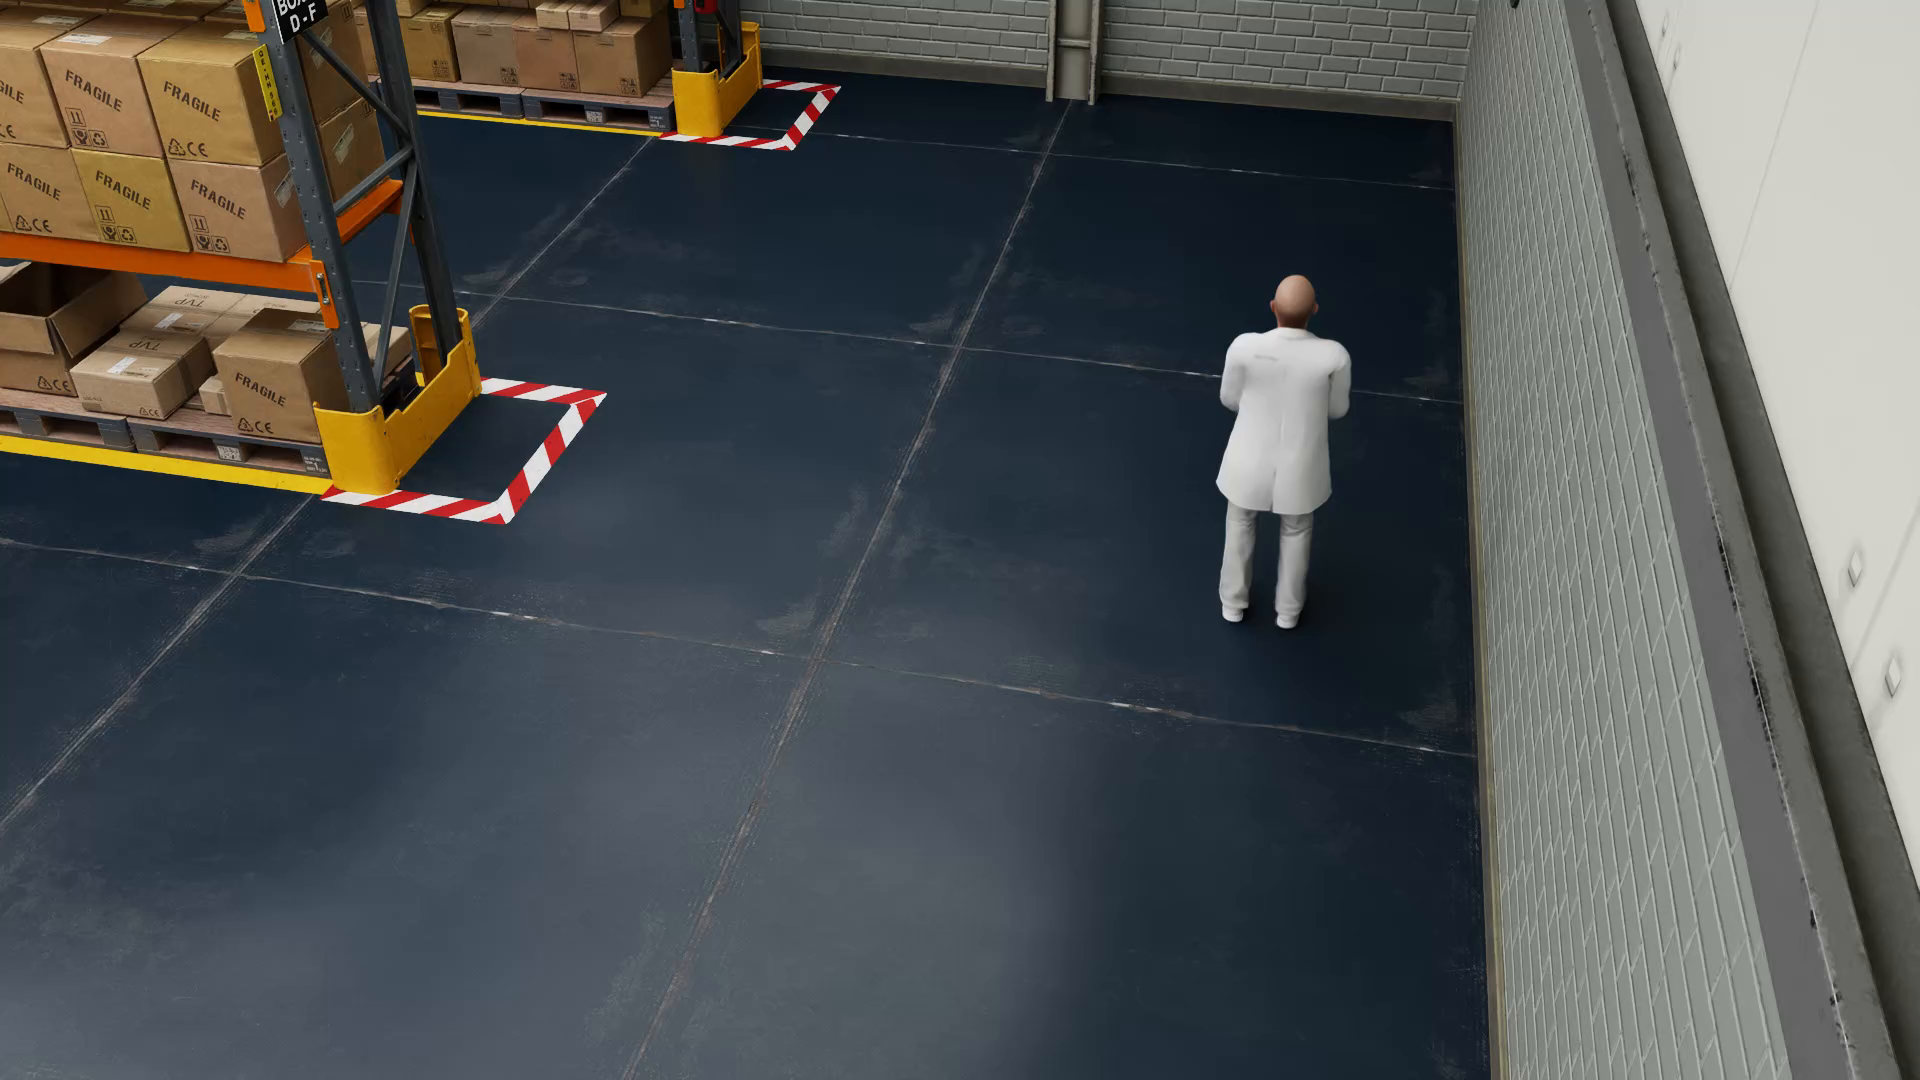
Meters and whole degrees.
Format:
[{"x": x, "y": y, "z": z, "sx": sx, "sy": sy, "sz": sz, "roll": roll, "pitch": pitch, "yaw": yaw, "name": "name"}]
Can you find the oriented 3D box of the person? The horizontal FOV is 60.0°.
[{"x": 1.449, "y": -0.439, "z": 7.574, "sx": 0.563, "sy": 1.782, "sz": 0.502, "roll": 7, "pitch": 37, "yaw": 10, "name": "person"}]
